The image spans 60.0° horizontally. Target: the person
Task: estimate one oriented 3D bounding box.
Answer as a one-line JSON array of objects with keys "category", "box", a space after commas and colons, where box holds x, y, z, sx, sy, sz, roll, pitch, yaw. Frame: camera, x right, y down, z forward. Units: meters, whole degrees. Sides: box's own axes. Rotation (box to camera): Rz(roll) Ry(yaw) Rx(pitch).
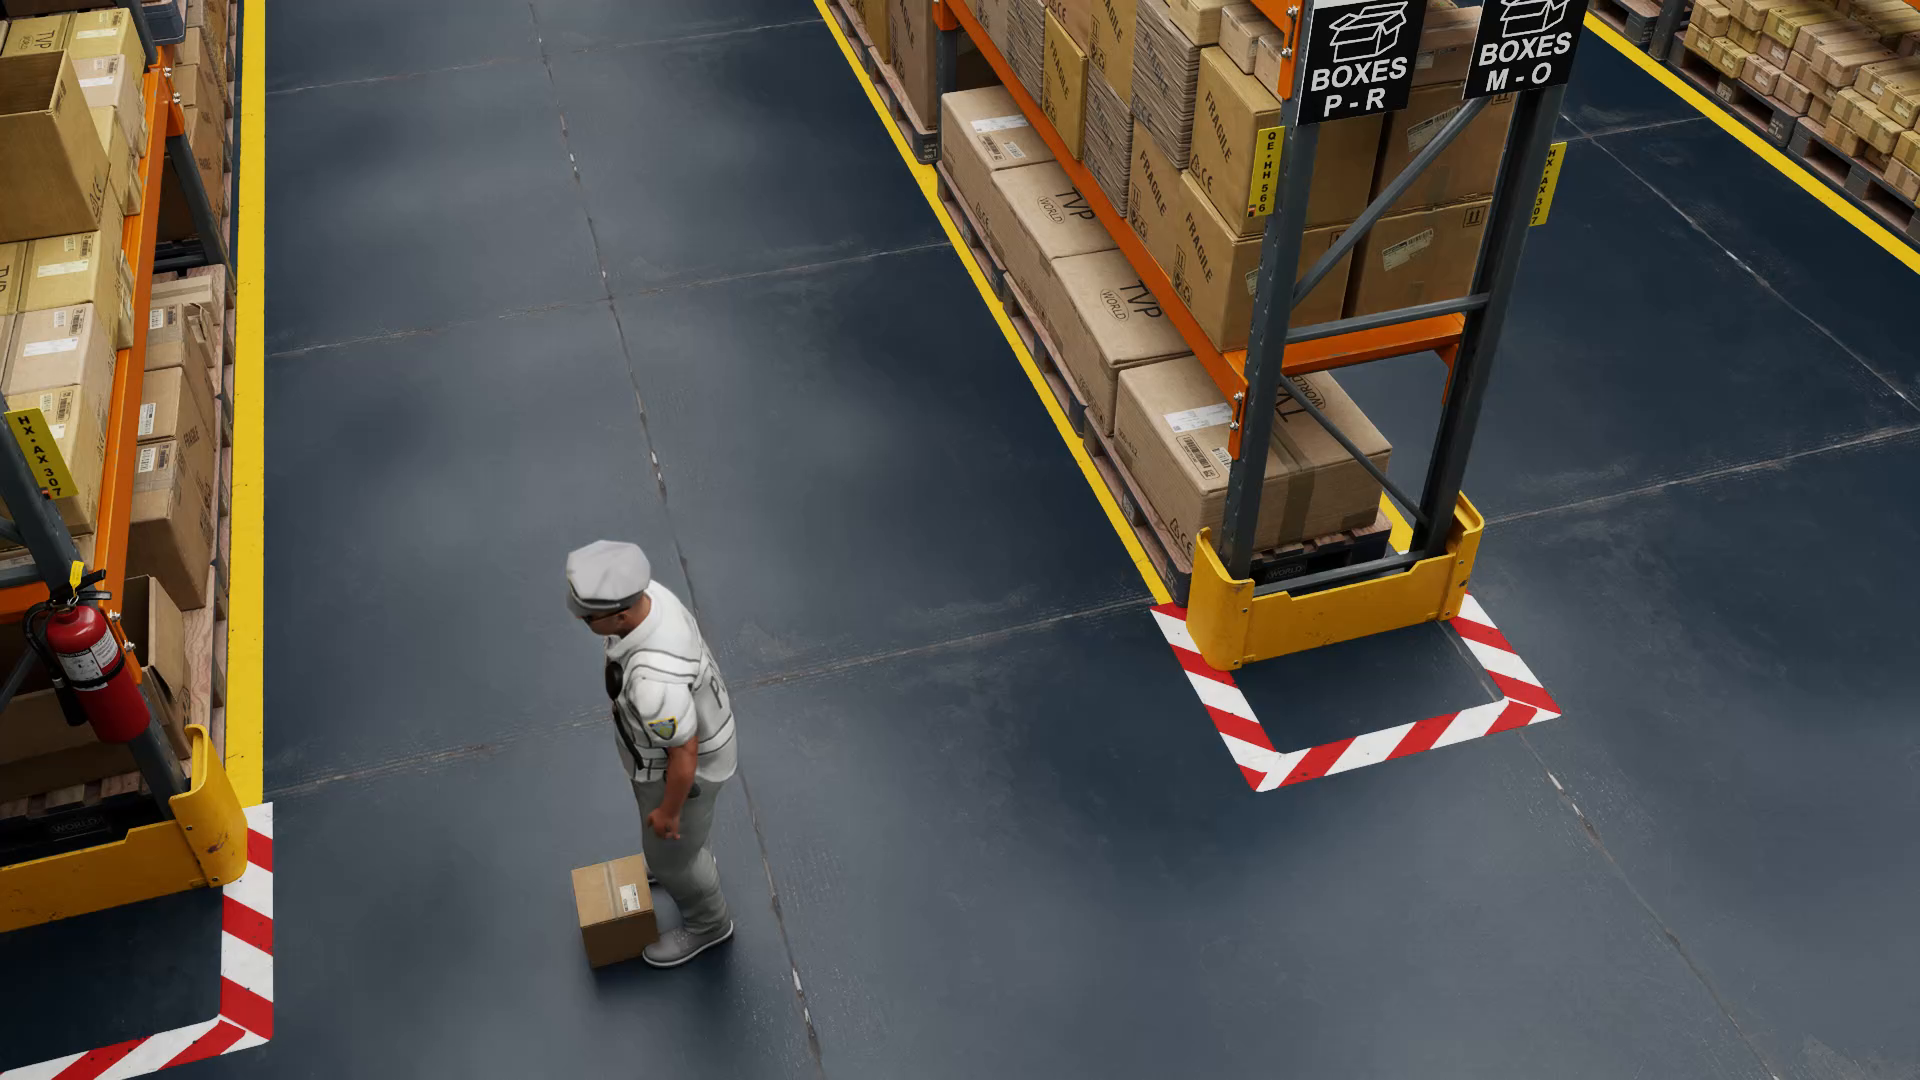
[{"category": "person", "box": [-0.947, 0.682, 5.395, 0.434, 1.748, 0.585, -12, 43, -13]}]
